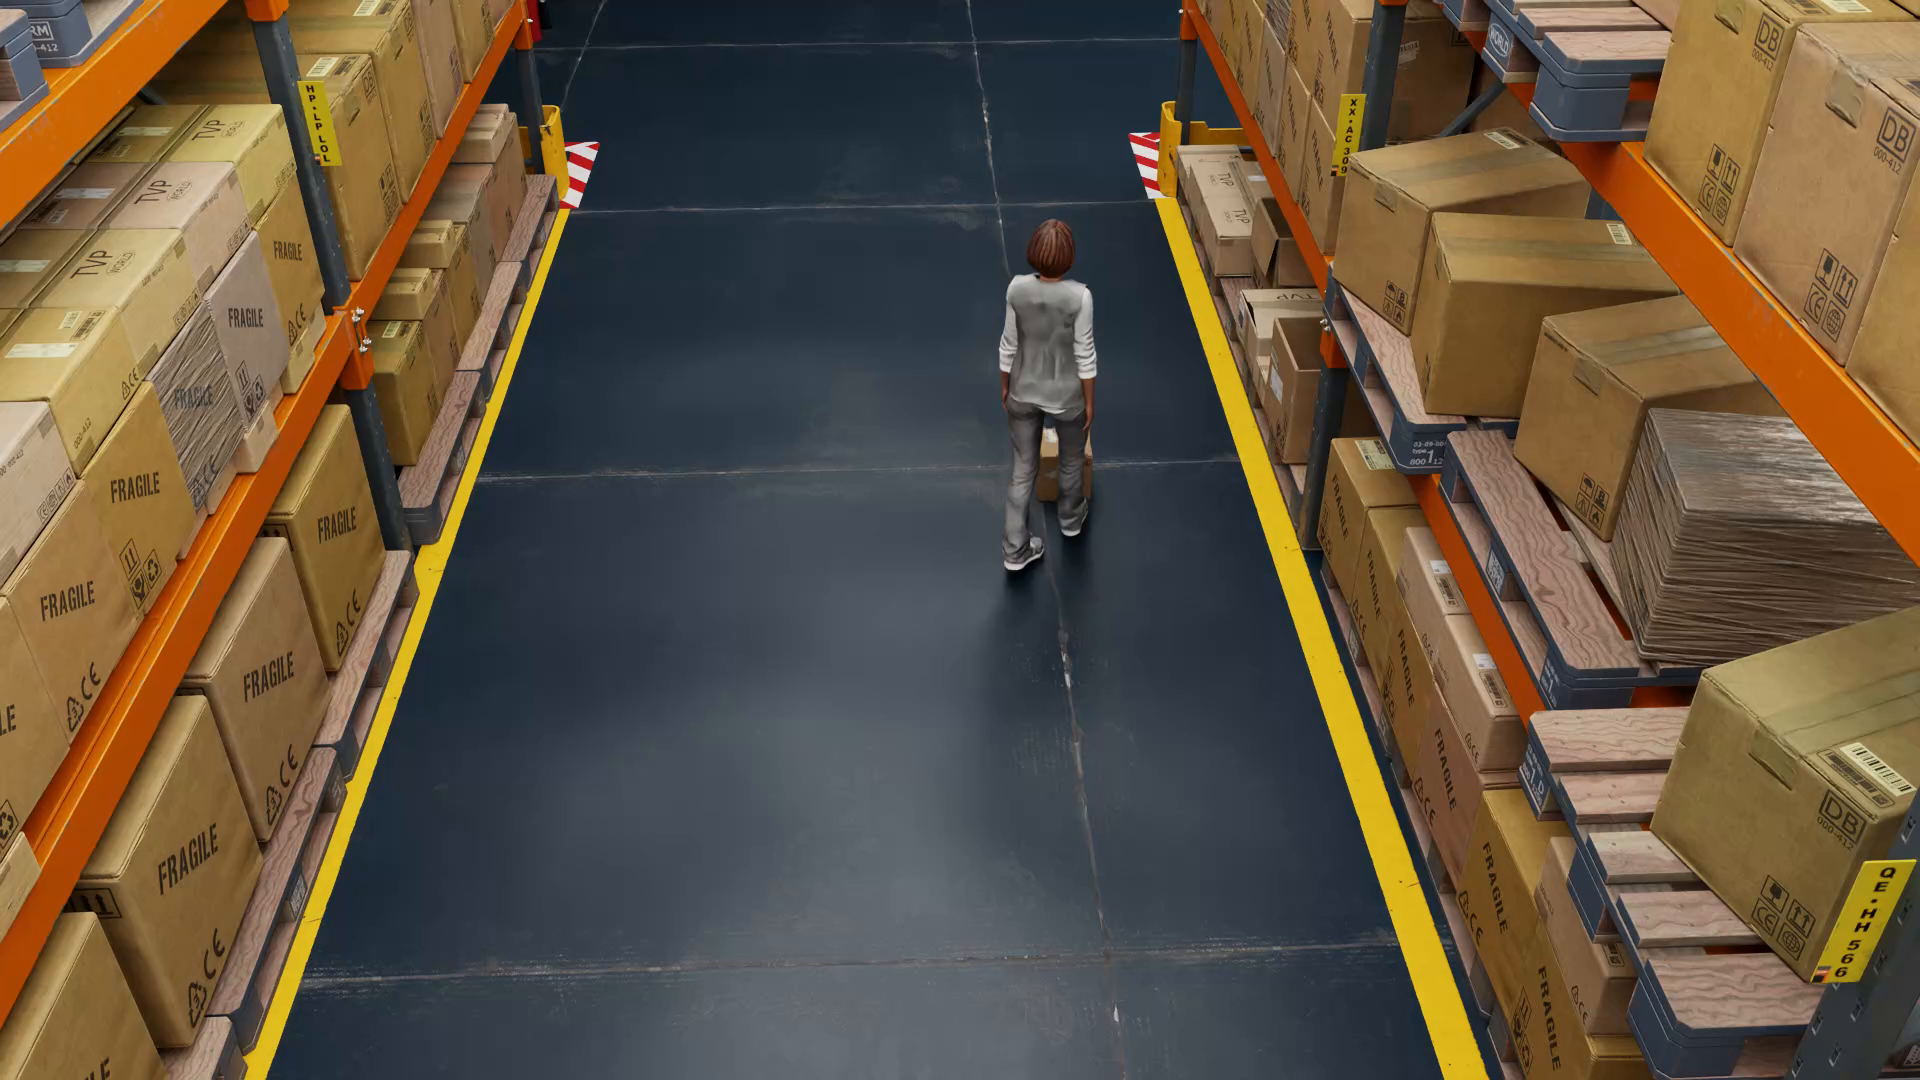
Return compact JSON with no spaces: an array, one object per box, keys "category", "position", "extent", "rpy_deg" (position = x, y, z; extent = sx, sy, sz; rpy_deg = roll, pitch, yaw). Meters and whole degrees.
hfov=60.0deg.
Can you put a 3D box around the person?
[{"category":"person","position":[0.383,-0.638,7.032],"extent":[0.420,1.591,0.644],"rpy_deg":[10,37,13]}]
